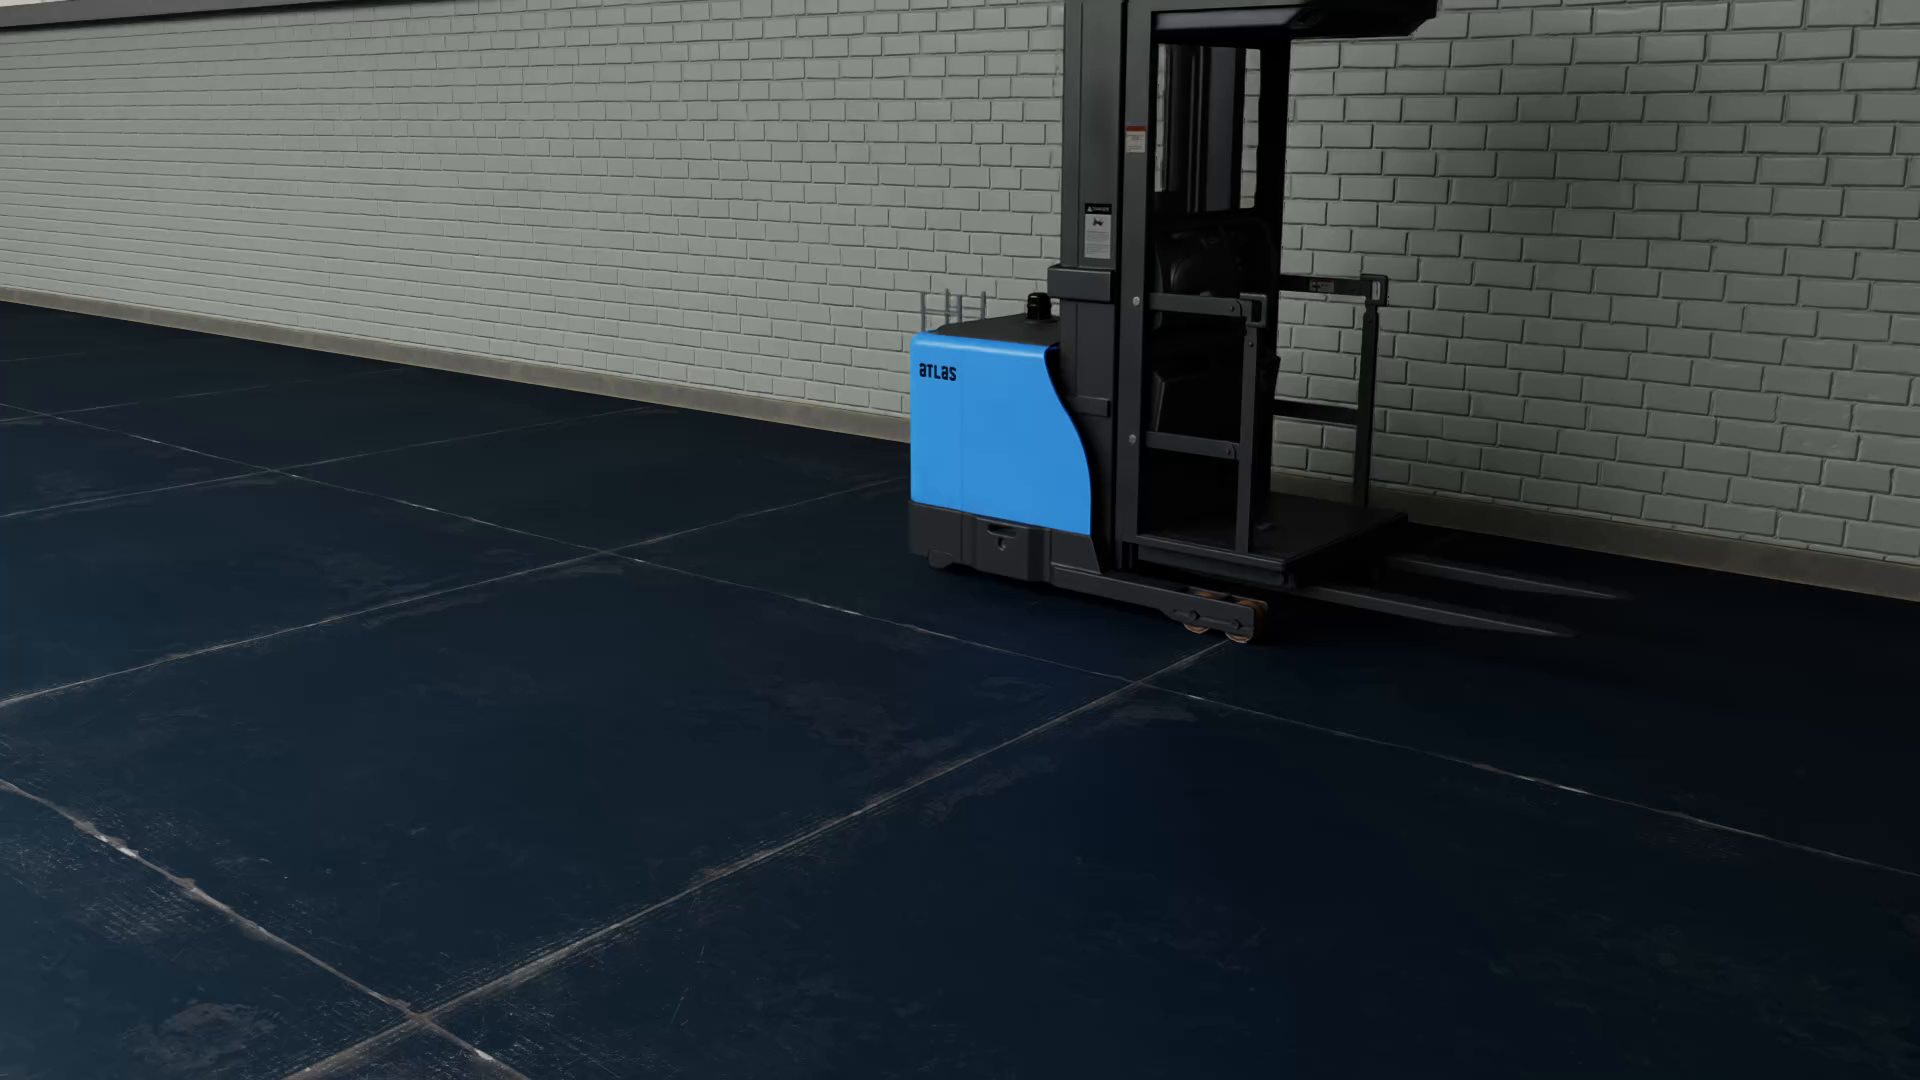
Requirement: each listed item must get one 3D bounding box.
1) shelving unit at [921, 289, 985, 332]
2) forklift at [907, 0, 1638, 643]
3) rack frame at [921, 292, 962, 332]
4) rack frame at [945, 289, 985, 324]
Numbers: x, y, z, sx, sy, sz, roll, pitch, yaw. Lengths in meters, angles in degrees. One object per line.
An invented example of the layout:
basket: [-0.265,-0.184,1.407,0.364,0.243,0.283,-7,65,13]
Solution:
shelving unit: [-0.032,-0.593,8.019,0.258,1.200,0.189,11,18,37]
forklift: [1.218,-1.163,6.747,3.031,2.935,1.130,12,18,38]
rack frame: [-0.088,-0.575,7.949,0.240,1.200,0.006,11,18,37]
rack frame: [0.025,-0.610,8.088,0.240,1.200,0.006,11,18,37]
